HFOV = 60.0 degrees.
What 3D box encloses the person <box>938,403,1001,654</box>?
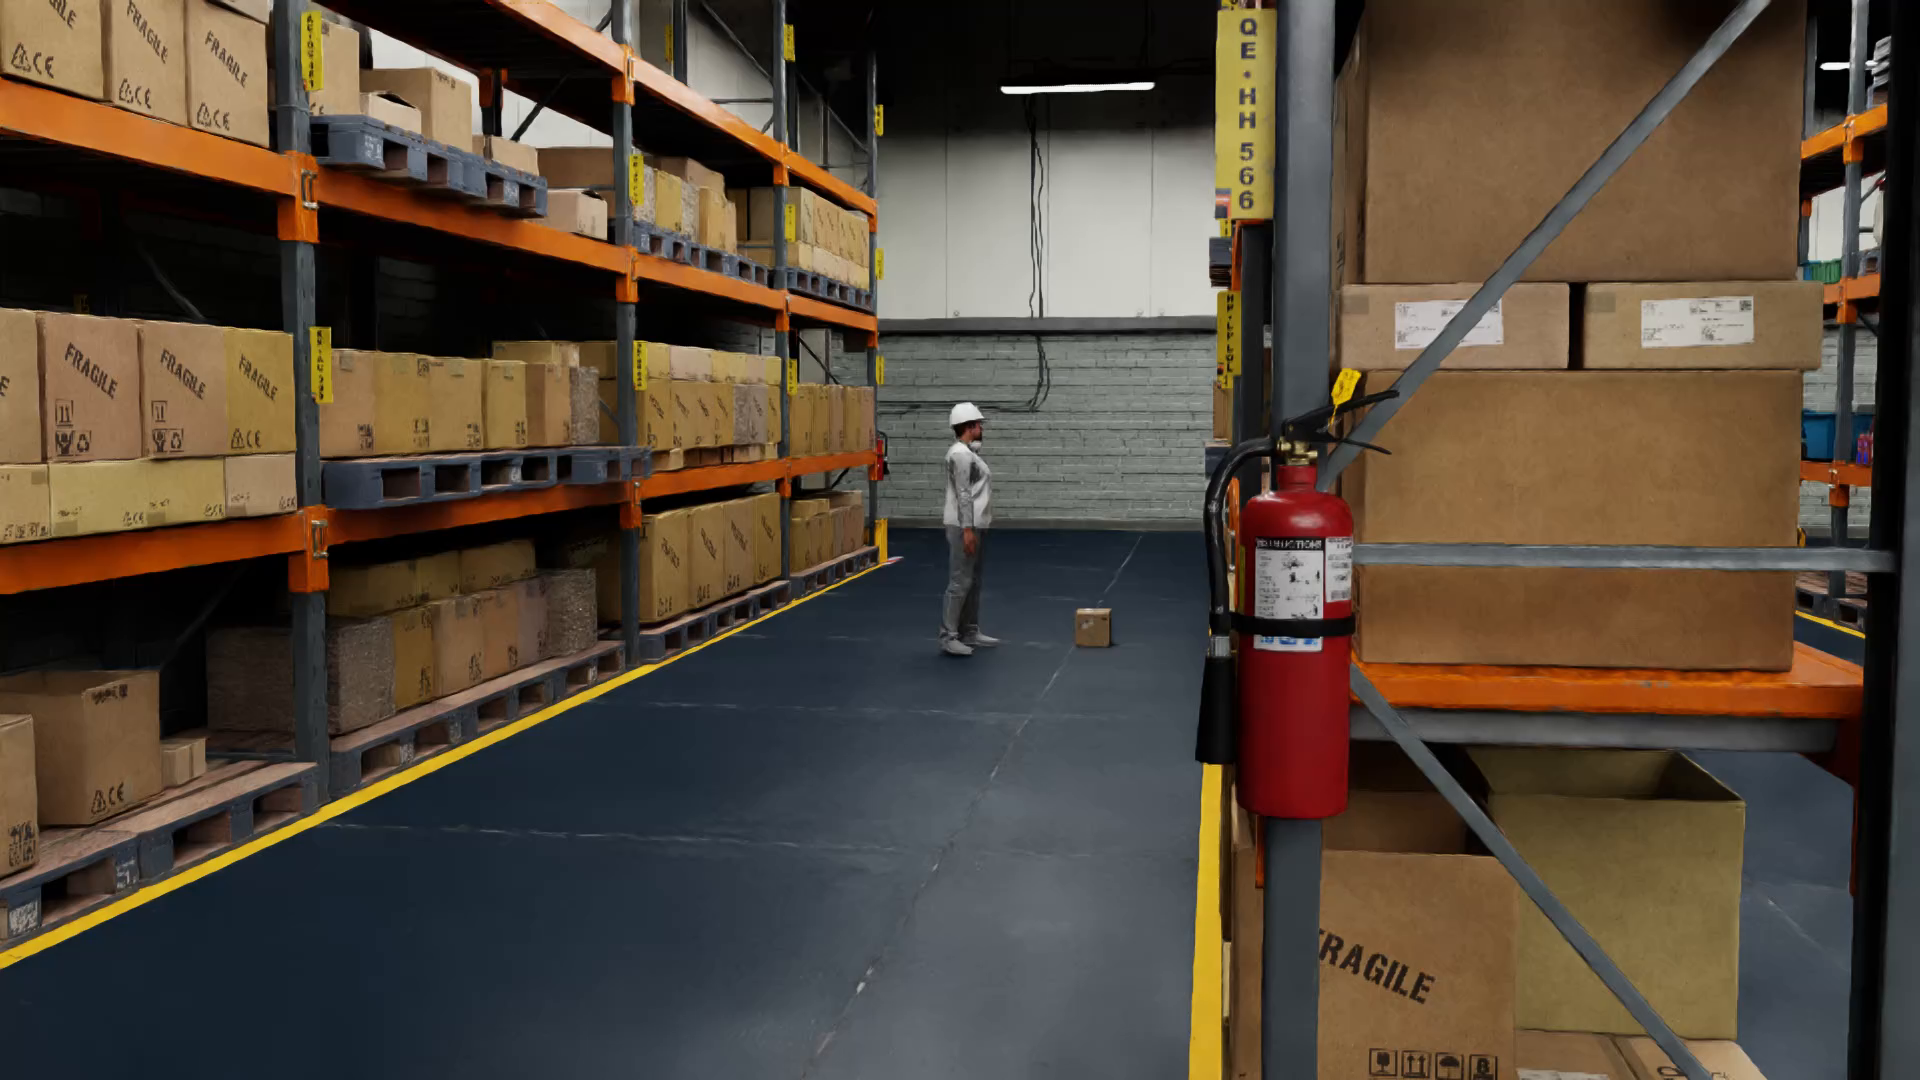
[{"bbox_3d":[0.071,-0.096,11.973,0.443,1.779,0.650,0,4,2],"label":"person"}]
